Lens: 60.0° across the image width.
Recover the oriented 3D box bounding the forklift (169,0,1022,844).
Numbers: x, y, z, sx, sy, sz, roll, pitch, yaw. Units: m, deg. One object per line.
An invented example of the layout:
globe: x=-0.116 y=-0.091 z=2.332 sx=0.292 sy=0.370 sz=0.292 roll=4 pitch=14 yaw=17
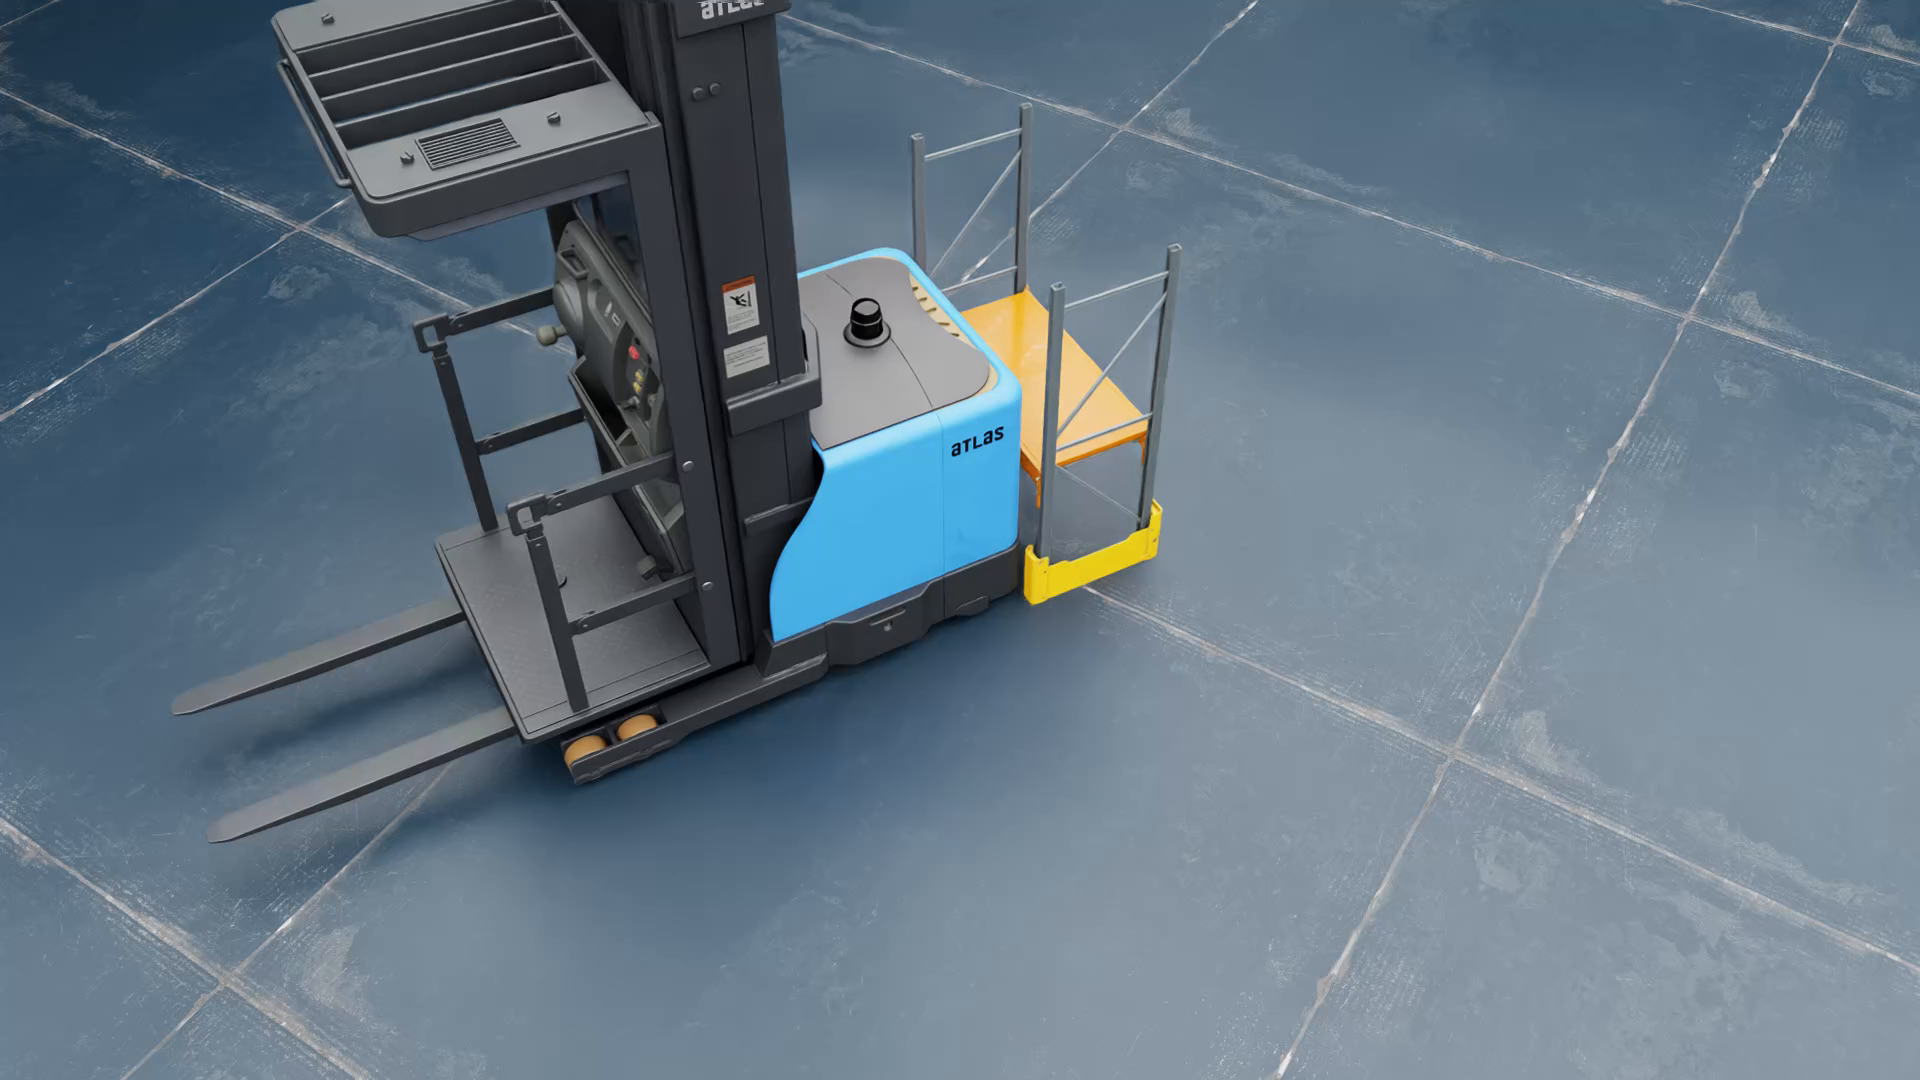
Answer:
forklift: x=-1.308 y=-0.602 z=5.291 sx=3.031 sy=2.935 sz=1.130 roll=-22 pitch=50 yaw=-20

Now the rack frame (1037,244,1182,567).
rack frame: x=0.523 y=-0.389 z=6.082 sx=0.500 sy=1.500 sz=0.032 roll=-21 pitch=49 yaw=-19

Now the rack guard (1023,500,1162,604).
rack guard: x=0.521 y=0.046 z=6.531 sx=0.587 sy=0.250 sz=0.087 roll=-21 pitch=49 yaw=-19

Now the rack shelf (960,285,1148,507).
rack shelf: x=0.284 y=-0.586 z=6.523 sx=0.538 sy=0.185 sz=1.000 roll=-21 pitch=49 yaw=-19

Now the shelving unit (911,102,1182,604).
shelving unit: x=0.288 y=-0.706 z=6.389 sx=0.587 sy=1.500 sz=1.083 roll=-21 pitch=49 yaw=-19

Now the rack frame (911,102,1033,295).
rack frame: x=0.045 y=-1.034 z=6.707 sx=0.500 sy=1.500 sz=0.032 roll=-21 pitch=49 yaw=-19
